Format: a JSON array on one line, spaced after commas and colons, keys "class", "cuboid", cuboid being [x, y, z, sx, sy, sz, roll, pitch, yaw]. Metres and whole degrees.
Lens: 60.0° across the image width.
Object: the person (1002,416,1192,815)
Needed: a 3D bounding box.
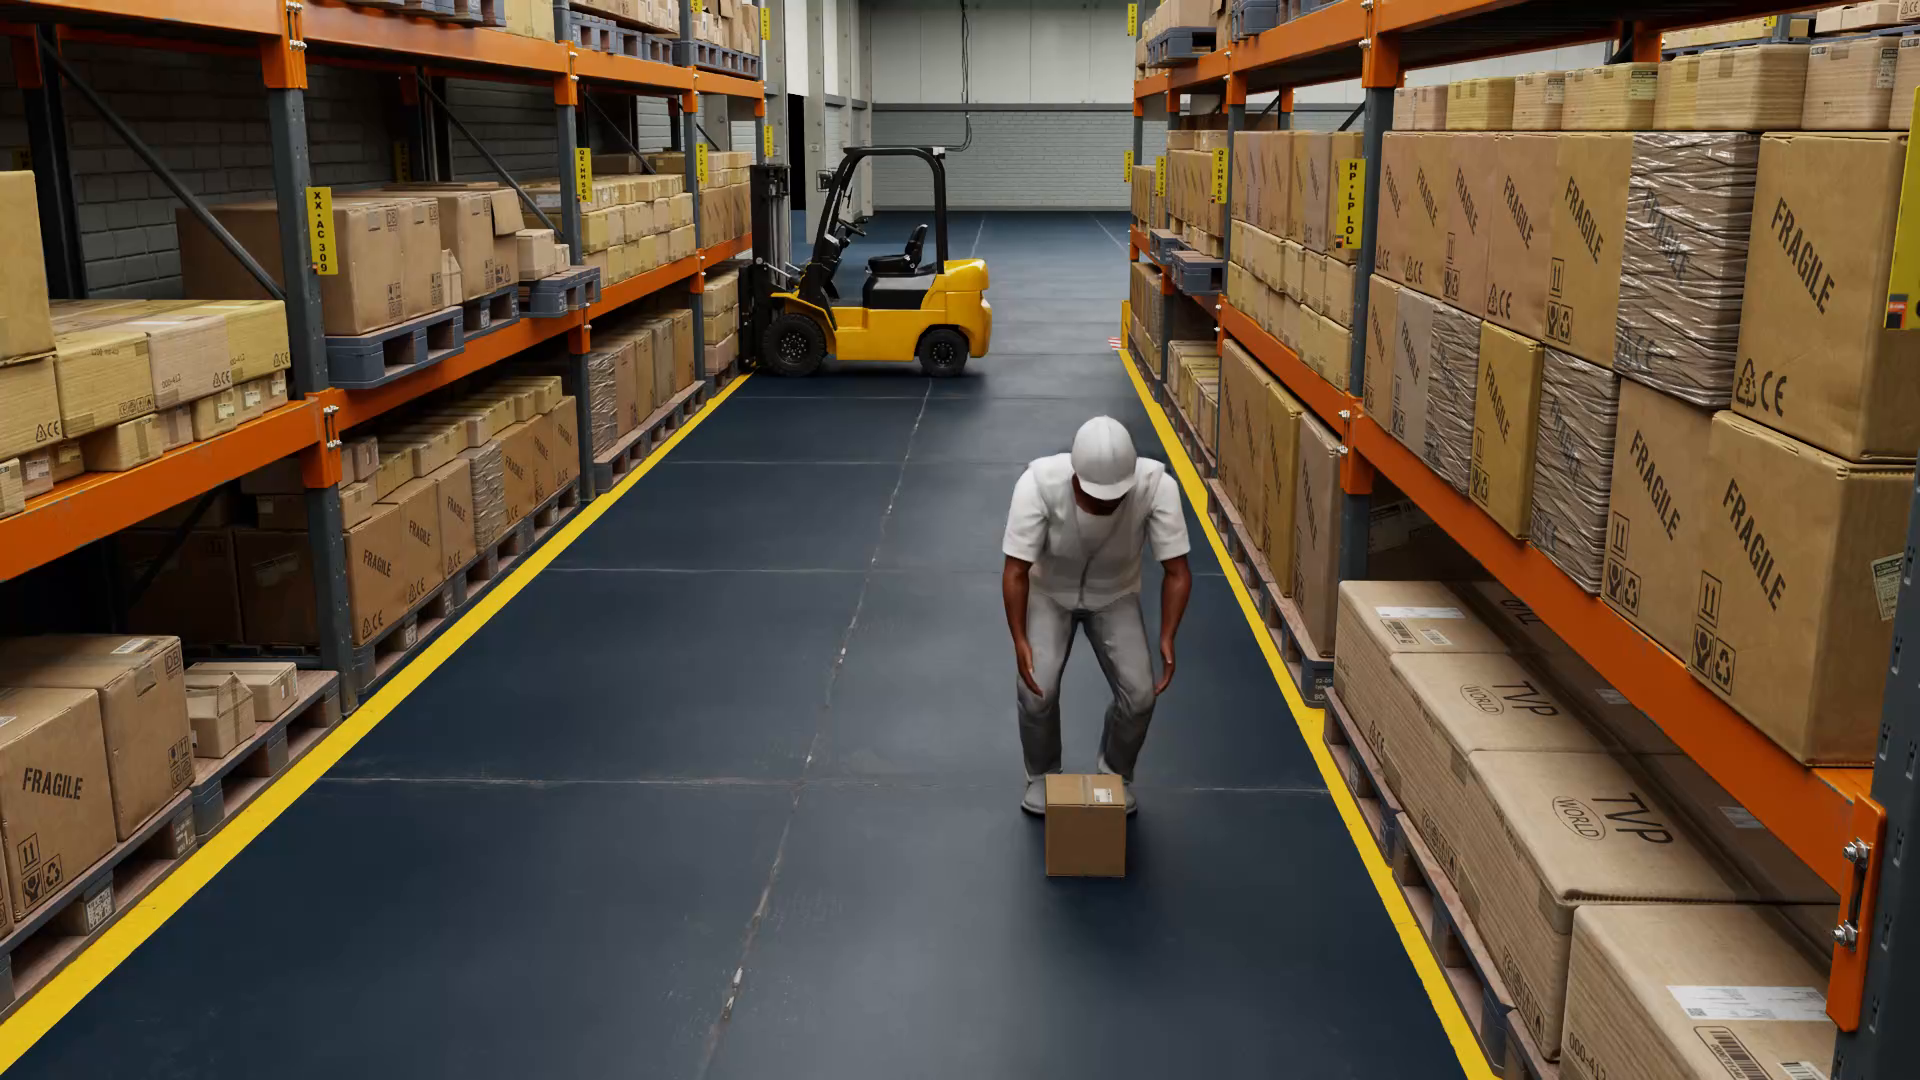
[{"class": "person", "cuboid": [0.457, 0.247, 5.646, 0.631, 1.432, 0.747, 0, 14, 2]}]
